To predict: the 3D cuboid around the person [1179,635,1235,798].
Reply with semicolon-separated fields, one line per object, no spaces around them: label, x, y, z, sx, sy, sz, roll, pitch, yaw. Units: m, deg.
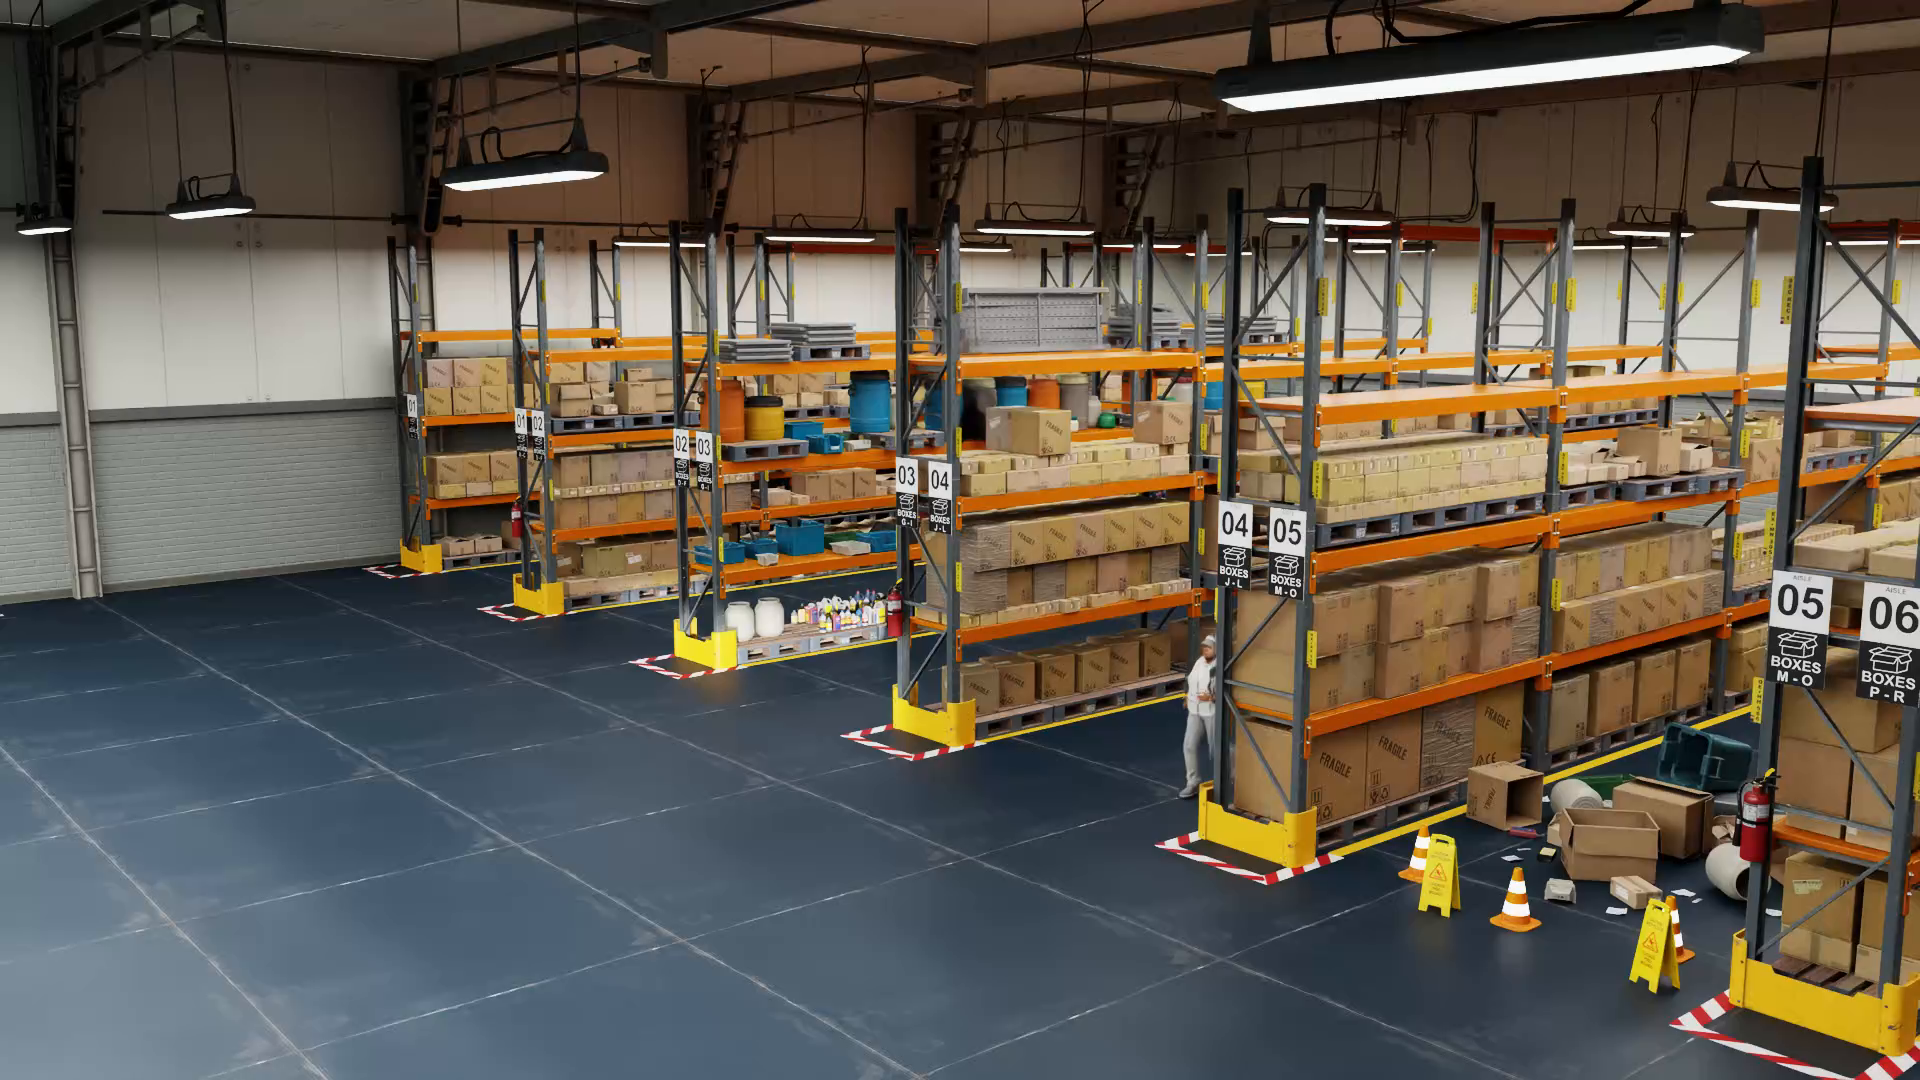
person;2.545;1.767;16.946;0.620;1.635;0.824;9;12;44
